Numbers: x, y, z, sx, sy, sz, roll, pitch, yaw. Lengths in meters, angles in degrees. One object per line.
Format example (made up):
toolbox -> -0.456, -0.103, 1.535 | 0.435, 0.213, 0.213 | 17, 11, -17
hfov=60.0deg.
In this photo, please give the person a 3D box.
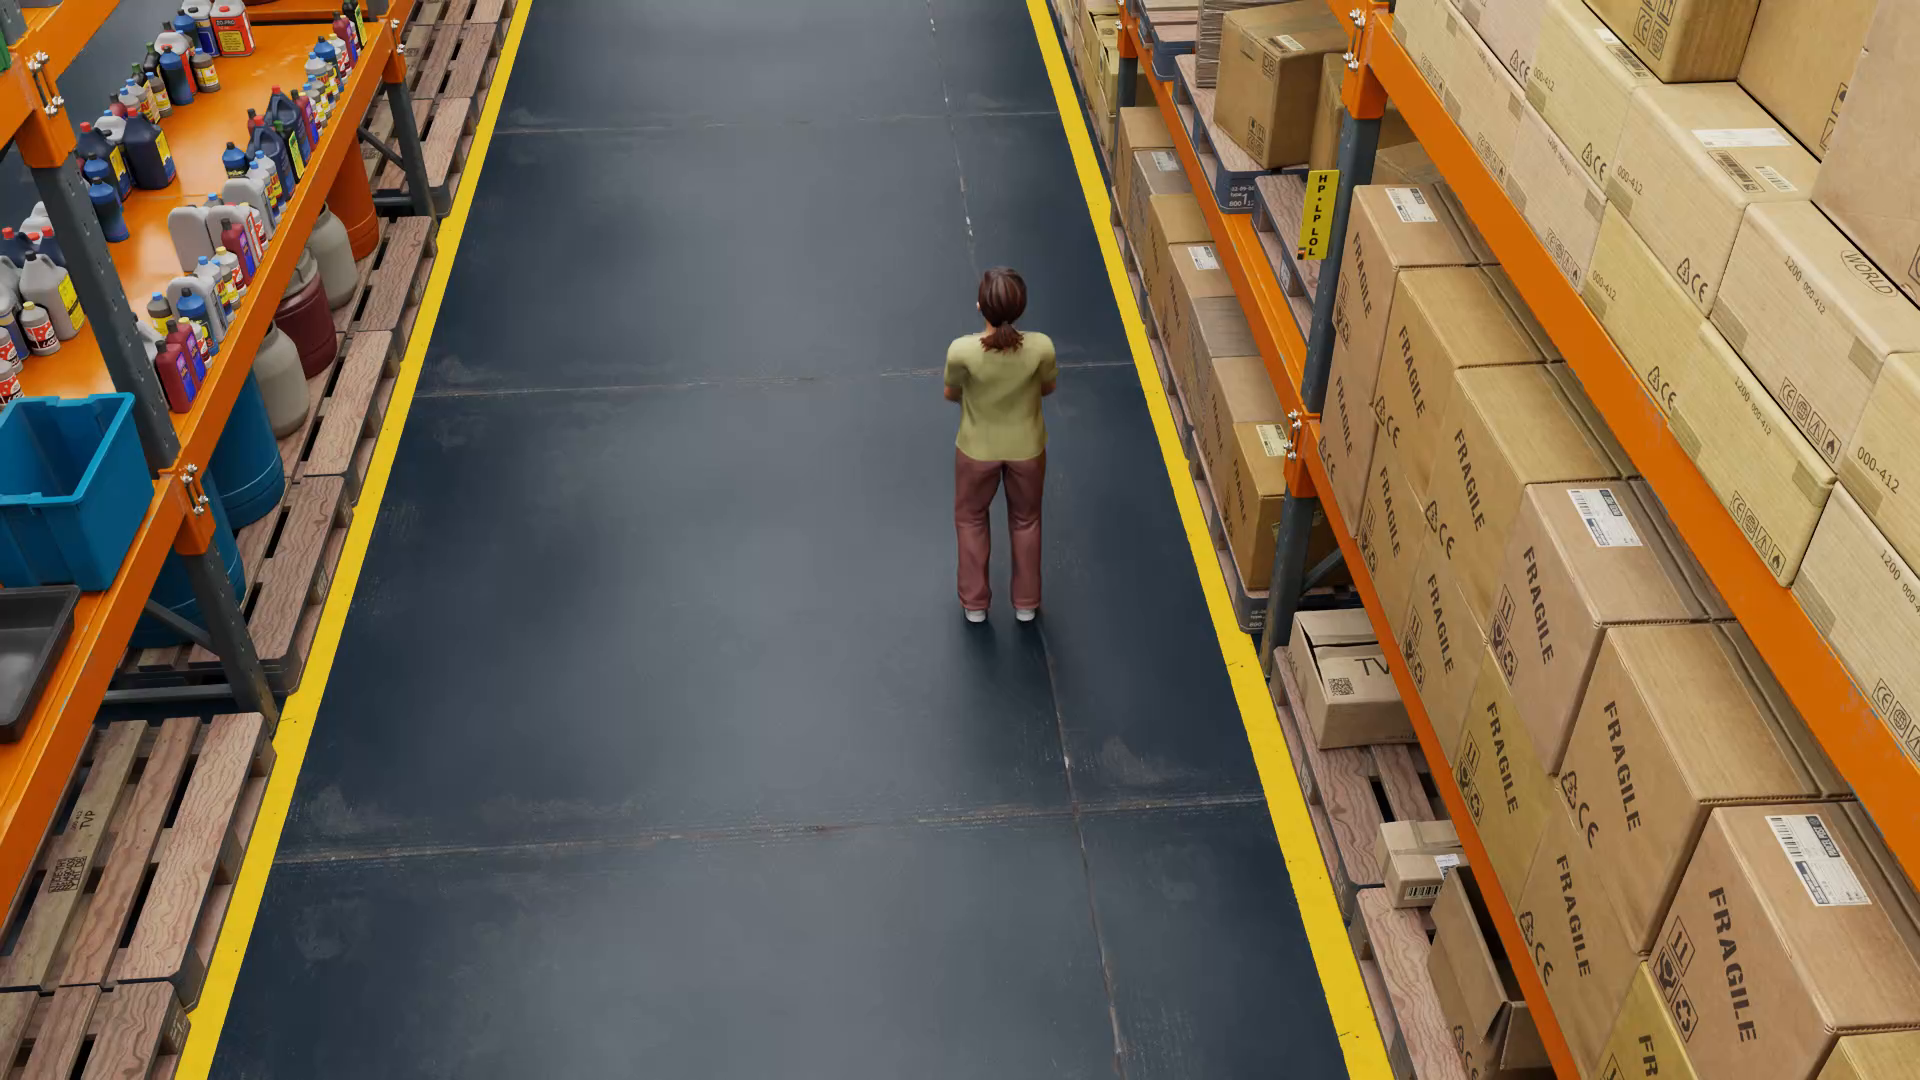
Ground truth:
person -> 0.152, -0.405, 6.654 | 0.444, 1.669, 0.541 | -3, 39, -3
